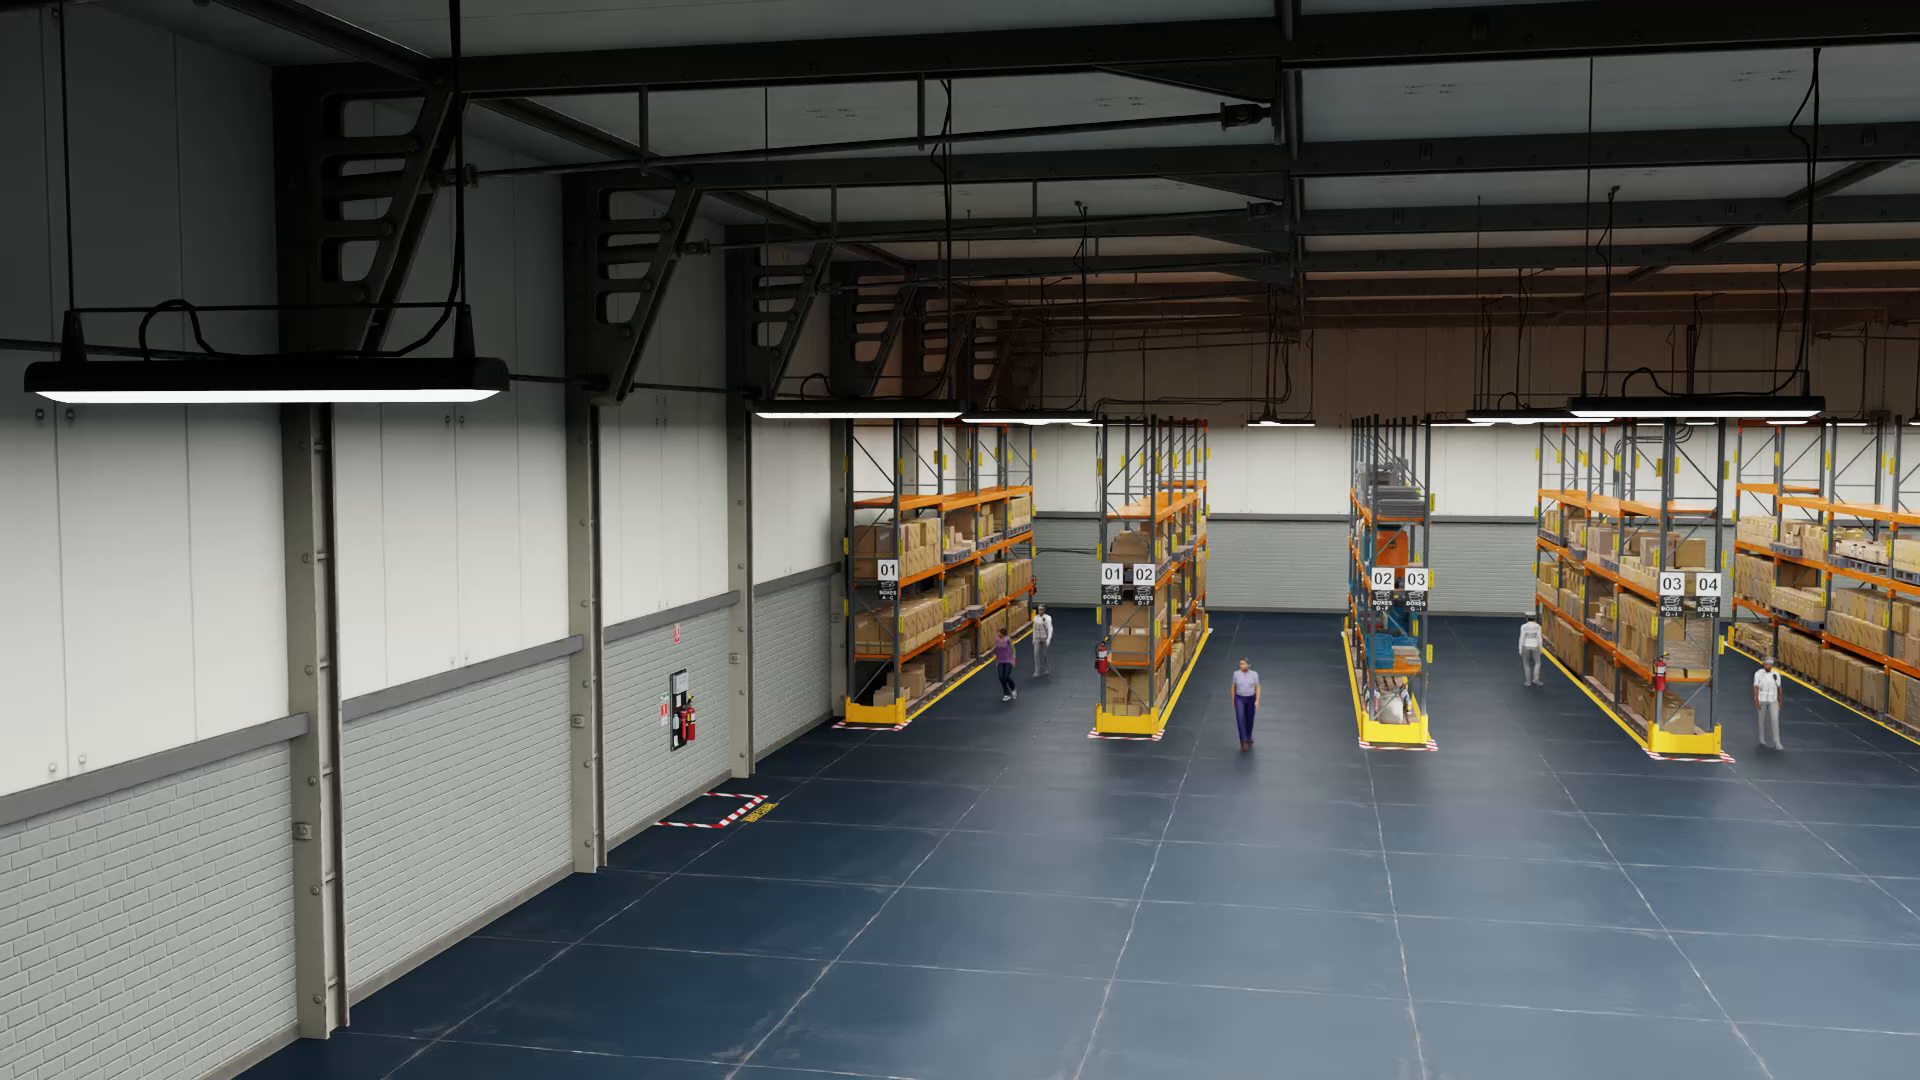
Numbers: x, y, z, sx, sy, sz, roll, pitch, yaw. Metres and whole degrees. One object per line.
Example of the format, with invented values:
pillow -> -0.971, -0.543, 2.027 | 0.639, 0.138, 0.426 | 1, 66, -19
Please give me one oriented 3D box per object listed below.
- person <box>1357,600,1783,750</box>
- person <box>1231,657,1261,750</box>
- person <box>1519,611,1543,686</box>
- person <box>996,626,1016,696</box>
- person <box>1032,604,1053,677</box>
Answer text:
person -> 12.098, 2.565, 34.891 | 8.562, 1.617, 8.727 | 1, 4, 21
person -> 5.143, 2.908, 29.869 | 0.508, 1.607, 0.932 | 0, 4, 5
person -> 12.716, 2.426, 37.050 | 0.512, 1.674, 0.516 | 1, 4, 10
person -> 0.966, 2.559, 35.169 | 0.497, 1.500, 0.411 | 3, 5, 36
person -> 1.907, 2.324, 38.682 | 0.539, 1.697, 0.592 | 2, 4, 30
